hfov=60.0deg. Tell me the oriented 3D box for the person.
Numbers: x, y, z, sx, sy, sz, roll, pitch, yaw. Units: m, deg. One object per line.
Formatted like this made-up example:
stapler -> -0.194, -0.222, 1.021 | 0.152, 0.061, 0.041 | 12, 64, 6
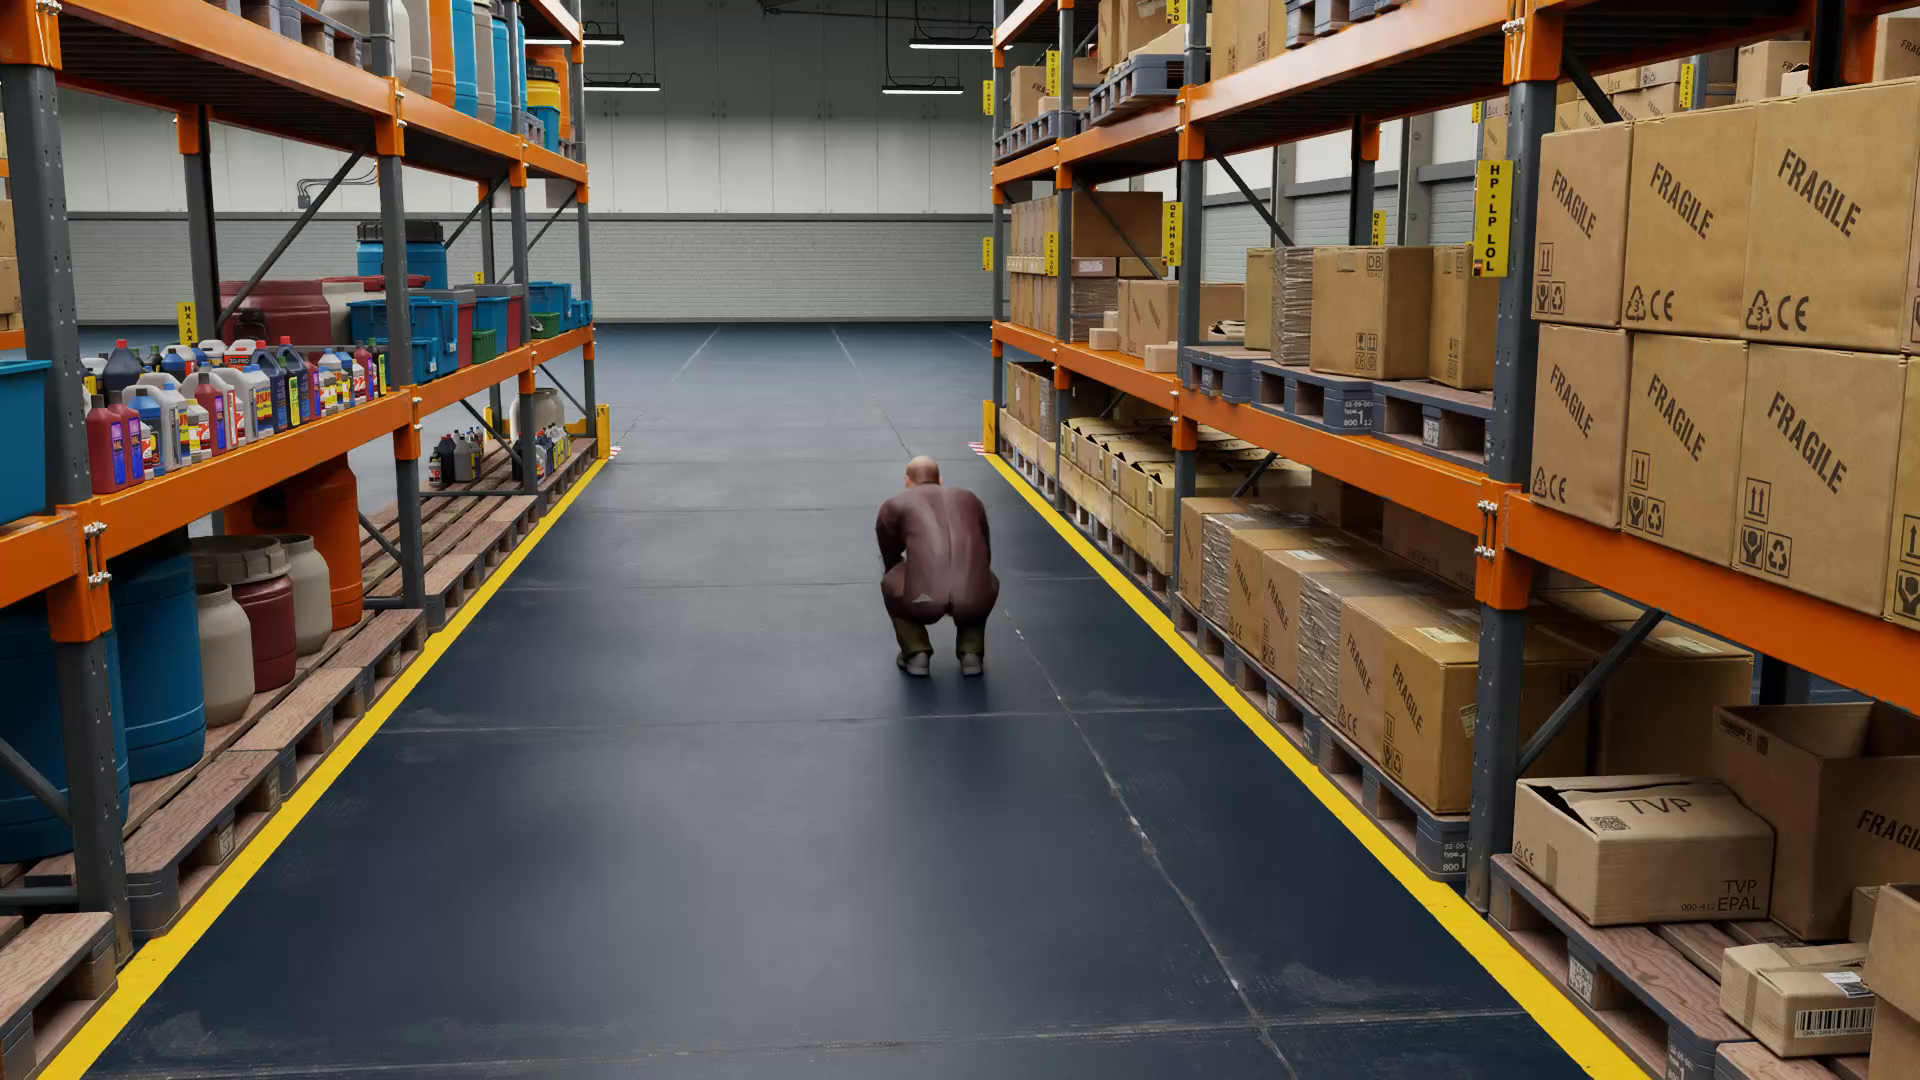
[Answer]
person -> -0.109, 0.110, 8.116 | 0.599, 0.997, 0.901 | -1, 10, -6
